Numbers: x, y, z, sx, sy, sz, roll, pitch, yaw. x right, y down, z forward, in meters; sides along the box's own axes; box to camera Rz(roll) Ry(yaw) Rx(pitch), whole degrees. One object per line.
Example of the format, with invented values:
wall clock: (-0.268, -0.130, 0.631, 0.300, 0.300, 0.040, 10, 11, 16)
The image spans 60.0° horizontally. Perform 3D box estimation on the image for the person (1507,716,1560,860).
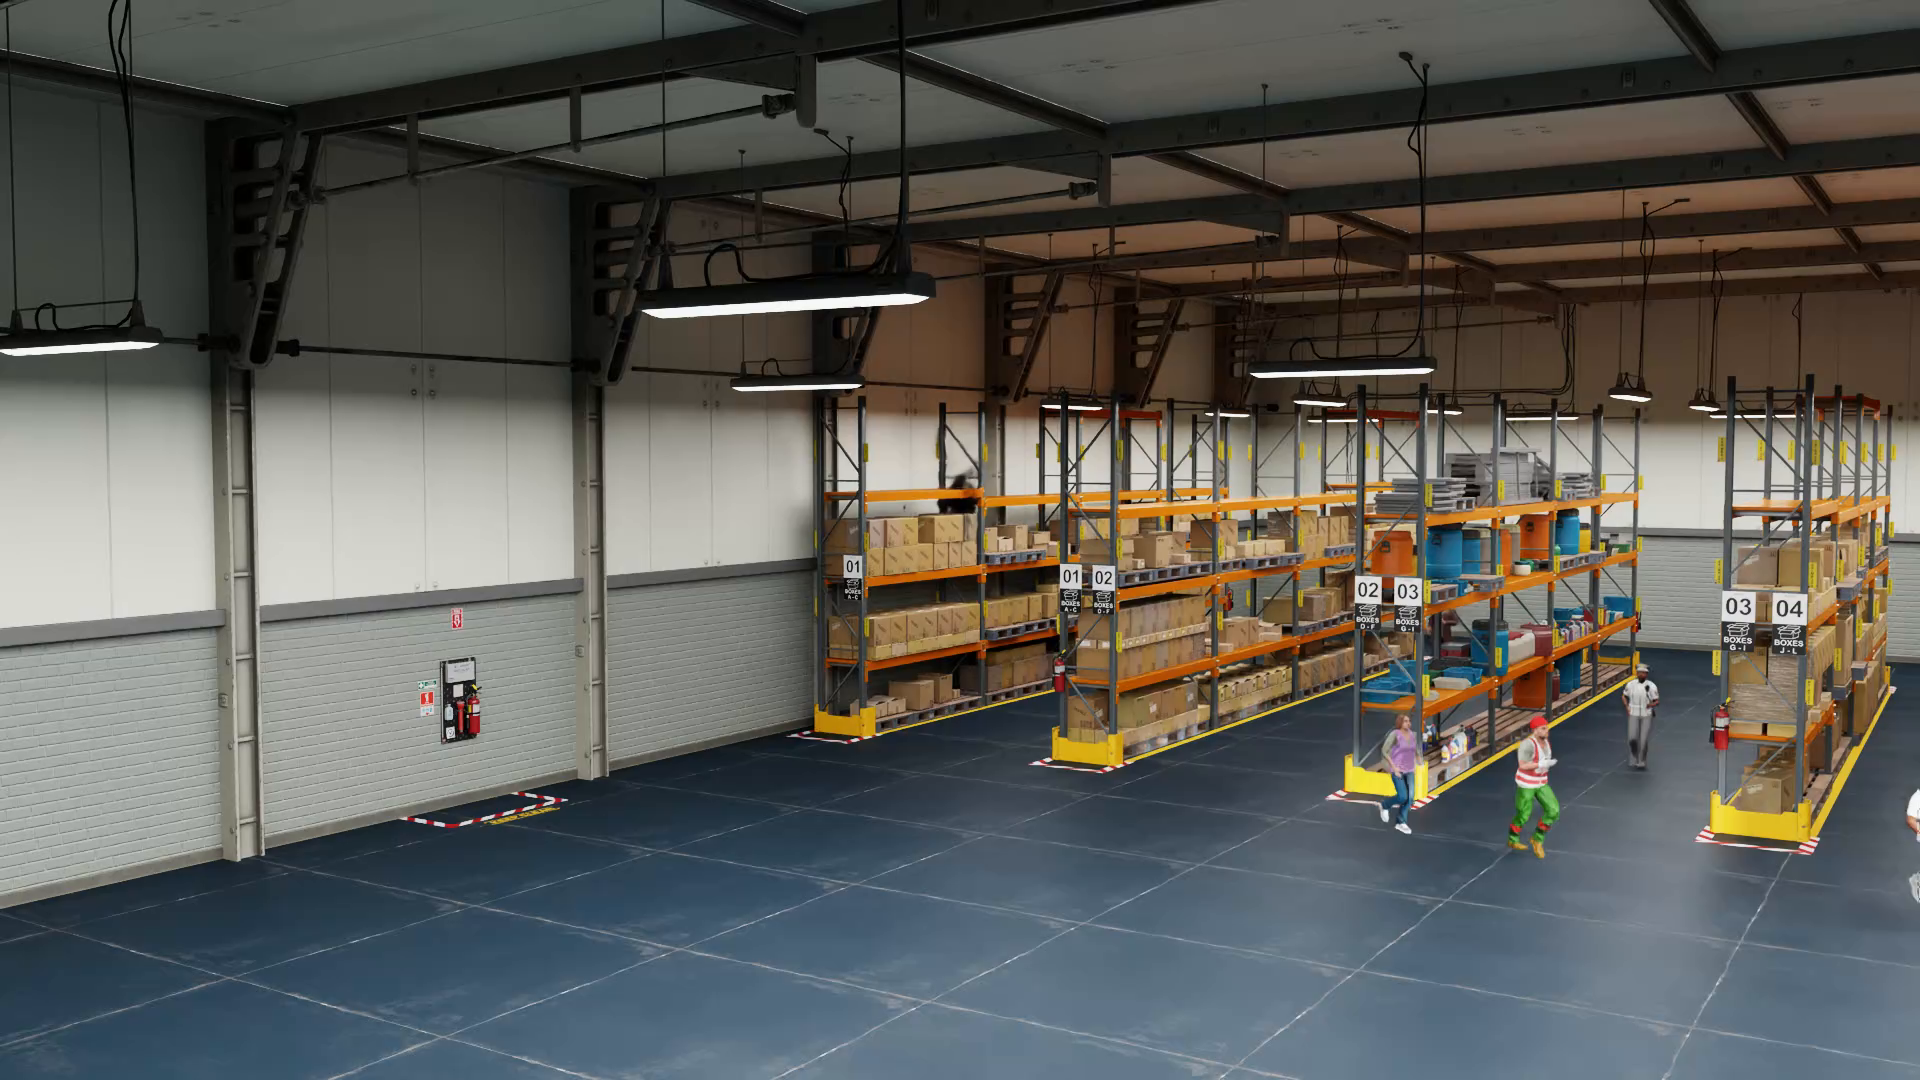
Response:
person: (7.048, 3.040, 20.465, 0.600, 1.785, 0.817, -1, 3, -24)

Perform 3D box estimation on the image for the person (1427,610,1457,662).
person: (10.728, 2.140, 37.029, 0.698, 1.778, 1.050, 2, 3, 30)

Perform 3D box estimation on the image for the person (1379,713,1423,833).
person: (5.839, 3.069, 22.062, 0.559, 1.574, 0.539, -1, 3, -25)

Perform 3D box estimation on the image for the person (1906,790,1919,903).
person: (10.360, 3.213, 17.686, 0.706, 1.740, 0.662, -1, 3, -14)

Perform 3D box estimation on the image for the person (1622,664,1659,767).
person: (10.737, 2.782, 26.271, 0.563, 1.665, 0.571, 1, 3, 26)
